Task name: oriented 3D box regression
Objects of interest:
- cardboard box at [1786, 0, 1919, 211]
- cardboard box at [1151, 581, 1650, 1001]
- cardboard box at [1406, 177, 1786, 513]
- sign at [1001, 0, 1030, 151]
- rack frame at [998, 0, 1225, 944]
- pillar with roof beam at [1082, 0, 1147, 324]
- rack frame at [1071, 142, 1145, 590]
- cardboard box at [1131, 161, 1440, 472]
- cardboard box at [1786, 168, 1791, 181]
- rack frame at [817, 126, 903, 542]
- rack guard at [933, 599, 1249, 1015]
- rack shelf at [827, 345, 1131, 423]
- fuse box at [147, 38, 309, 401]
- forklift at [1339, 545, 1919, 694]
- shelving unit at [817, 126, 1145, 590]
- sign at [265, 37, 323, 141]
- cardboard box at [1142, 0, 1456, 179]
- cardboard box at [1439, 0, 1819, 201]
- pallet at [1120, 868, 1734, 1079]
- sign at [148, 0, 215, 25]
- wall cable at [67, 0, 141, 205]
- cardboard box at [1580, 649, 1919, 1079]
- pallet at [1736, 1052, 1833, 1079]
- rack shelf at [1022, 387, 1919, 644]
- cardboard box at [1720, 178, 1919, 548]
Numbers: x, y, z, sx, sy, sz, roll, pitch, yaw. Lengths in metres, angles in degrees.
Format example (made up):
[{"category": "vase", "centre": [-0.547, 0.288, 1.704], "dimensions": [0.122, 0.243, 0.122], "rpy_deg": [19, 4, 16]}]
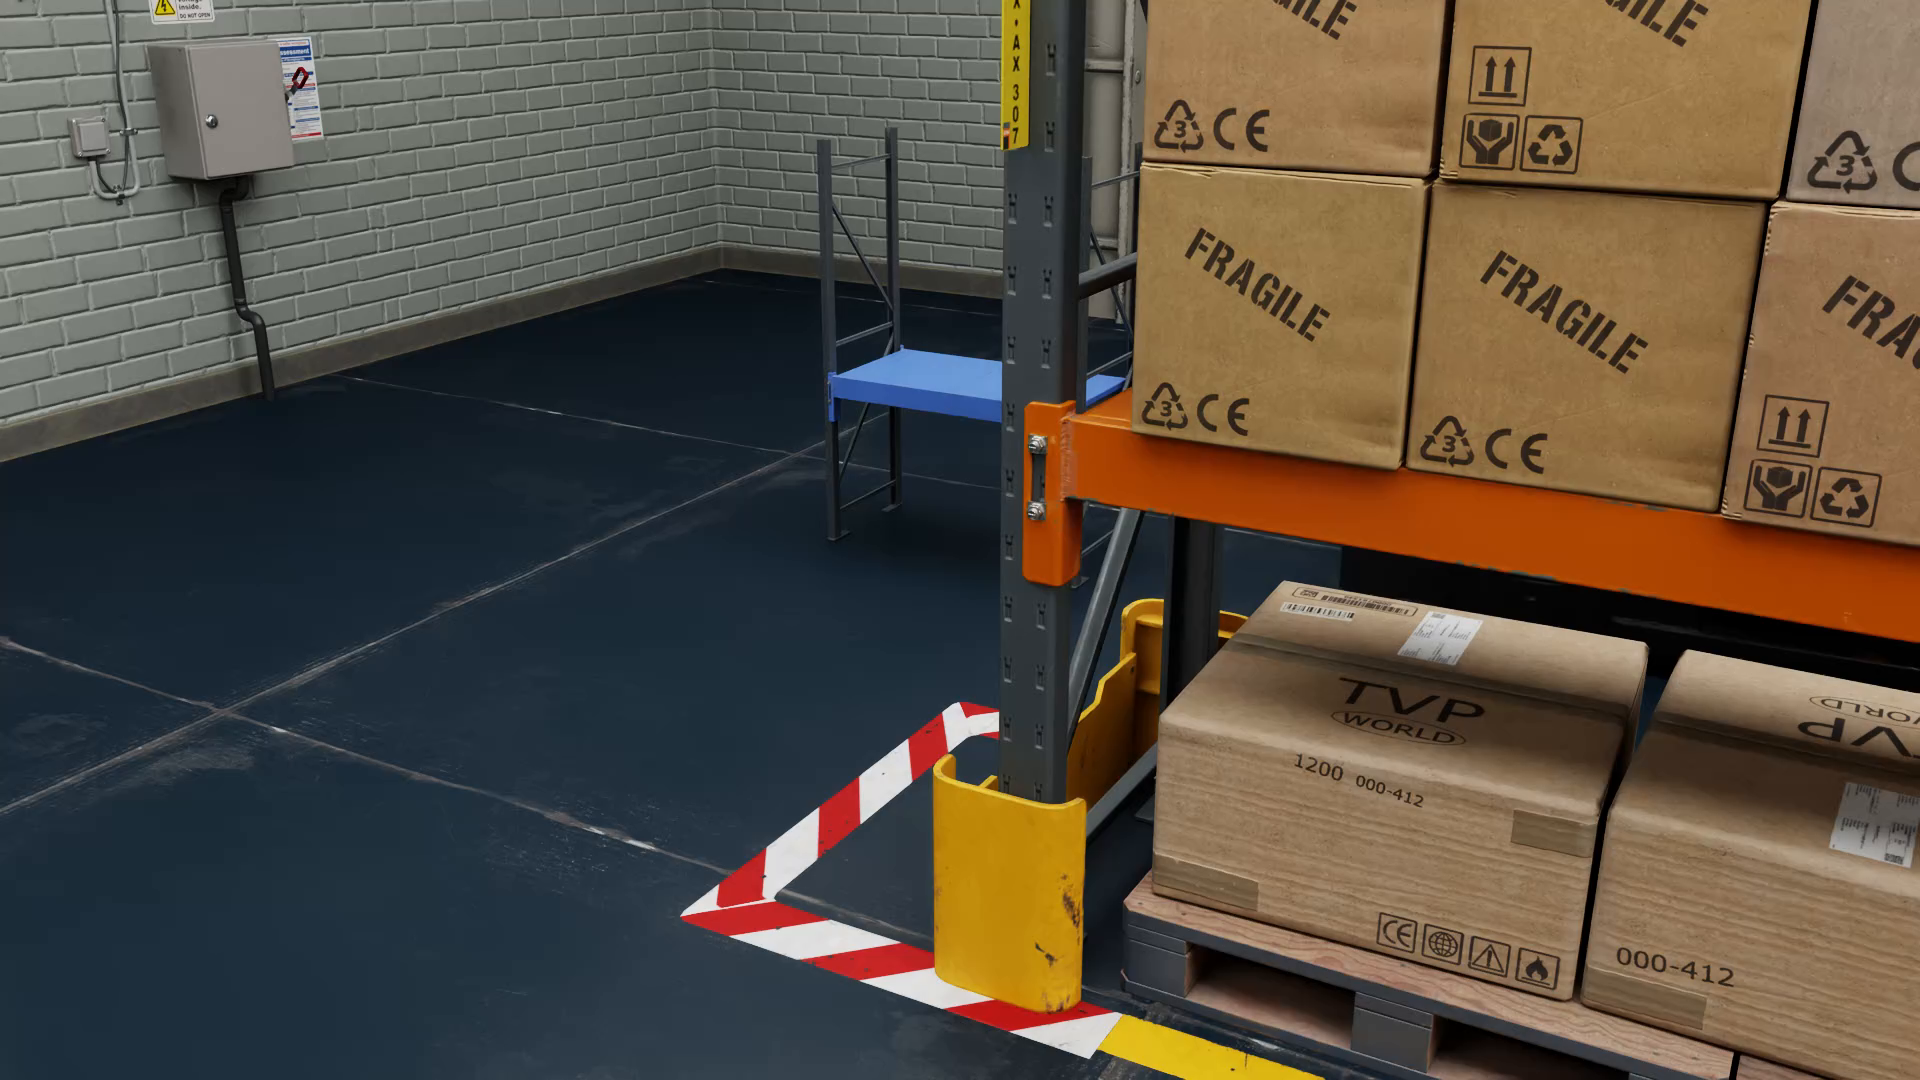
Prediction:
[{"category": "cardboard box", "centre": [1.563, -0.769, 2.474], "dimensions": [0.500, 0.500, 0.500], "rpy_deg": [11, 22, 27]}, {"category": "cardboard box", "centre": [1.000, 0.503, 3.721], "dimensions": [0.875, 0.438, 0.875], "rpy_deg": [10, 22, 25]}, {"category": "cardboard box", "centre": [1.109, -0.390, 2.894], "dimensions": [0.500, 0.500, 0.500], "rpy_deg": [10, 22, 27]}, {"category": "sign", "centre": [0.099, -0.864, 2.962], "dimensions": [0.005, 0.325, 0.100], "rpy_deg": [11, 23, 27]}, {"category": "rack frame", "centre": [0.375, -0.584, 3.576], "dimensions": [0.127, 3.000, 1.000], "rpy_deg": [11, 23, 27]}, {"category": "pillar with roof beam", "centre": [-1.221, -4.318, 5.071], "dimensions": [0.400, 9.000, 9.100], "rpy_deg": [11, 23, 27]}, {"category": "rack frame", "centre": [0.518, -0.606, 5.837], "dimensions": [0.032, 1.500, 0.500], "rpy_deg": [11, 23, 27]}, {"category": "cardboard box", "centre": [0.654, -0.466, 3.103], "dimensions": [0.500, 0.500, 0.500], "rpy_deg": [11, 22, 27]}, {"category": "cardboard box", "centre": [1.356, -0.542, 3.313], "dimensions": [0.500, 0.500, 0.500], "rpy_deg": [10, 22, 26]}, {"category": "rack frame", "centre": [-0.369, -0.775, 6.303], "dimensions": [0.032, 1.500, 0.500], "rpy_deg": [11, 23, 27]}, {"category": "rack guard", "centre": [0.354, 0.587, 4.013], "dimensions": [0.348, 0.500, 1.175], "rpy_deg": [11, 23, 27]}, {"category": "rack shelf", "centre": [0.074, -0.522, 6.132], "dimensions": [1.000, 0.185, 0.538], "rpy_deg": [11, 23, 27]}, {"category": "fuse box", "centre": [-3.407, -1.510, 8.019], "dimensions": [0.414, 1.711, 0.539], "rpy_deg": [11, 23, 27]}, {"category": "forklift", "centre": [2.846, -1.049, 4.959], "dimensions": [3.031, 2.935, 1.130], "rpy_deg": [9, 22, 24]}, {"category": "shelving unit", "centre": [0.074, -0.691, 6.070], "dimensions": [1.048, 1.500, 0.538], "rpy_deg": [11, 23, 27]}, {"category": "sign", "centre": [-3.347, -2.253, 8.316], "dimensions": [0.001, 0.494, 0.329], "rpy_deg": [11, 23, 27]}, {"category": "cardboard box", "centre": [0.655, -0.936, 2.935], "dimensions": [0.500, 0.500, 0.500], "rpy_deg": [10, 22, 26]}, {"category": "cardboard box", "centre": [1.110, -0.853, 2.704], "dimensions": [0.500, 0.500, 0.500], "rpy_deg": [10, 22, 26]}, {"category": "pallet", "centre": [1.111, 0.837, 3.749], "dimensions": [1.213, 0.211, 1.003], "rpy_deg": [11, 23, 27]}, {"category": "sign", "centre": [-3.615, -2.522, 7.708], "dimensions": [0.001, 0.242, 0.339], "rpy_deg": [11, 23, 27]}, {"category": "wall cable", "centre": [-3.877, -2.416, 7.138], "dimensions": [0.122, 1.984, 0.588], "rpy_deg": [11, 23, 27]}, {"category": "cardboard box", "centre": [1.803, 0.653, 3.308], "dimensions": [0.875, 0.438, 0.875], "rpy_deg": [11, 23, 29]}, {"category": "pallet", "centre": [2.172, 1.040, 3.189], "dimensions": [1.213, 0.211, 1.003], "rpy_deg": [11, 23, 27]}, {"category": "rack shelf", "centre": [2.121, 0.087, 2.782], "dimensions": [4.000, 0.370, 1.077], "rpy_deg": [11, 23, 27]}, {"category": "cardboard box", "centre": [1.545, -0.300, 2.646], "dimensions": [0.500, 0.500, 0.500], "rpy_deg": [11, 22, 27]}]
